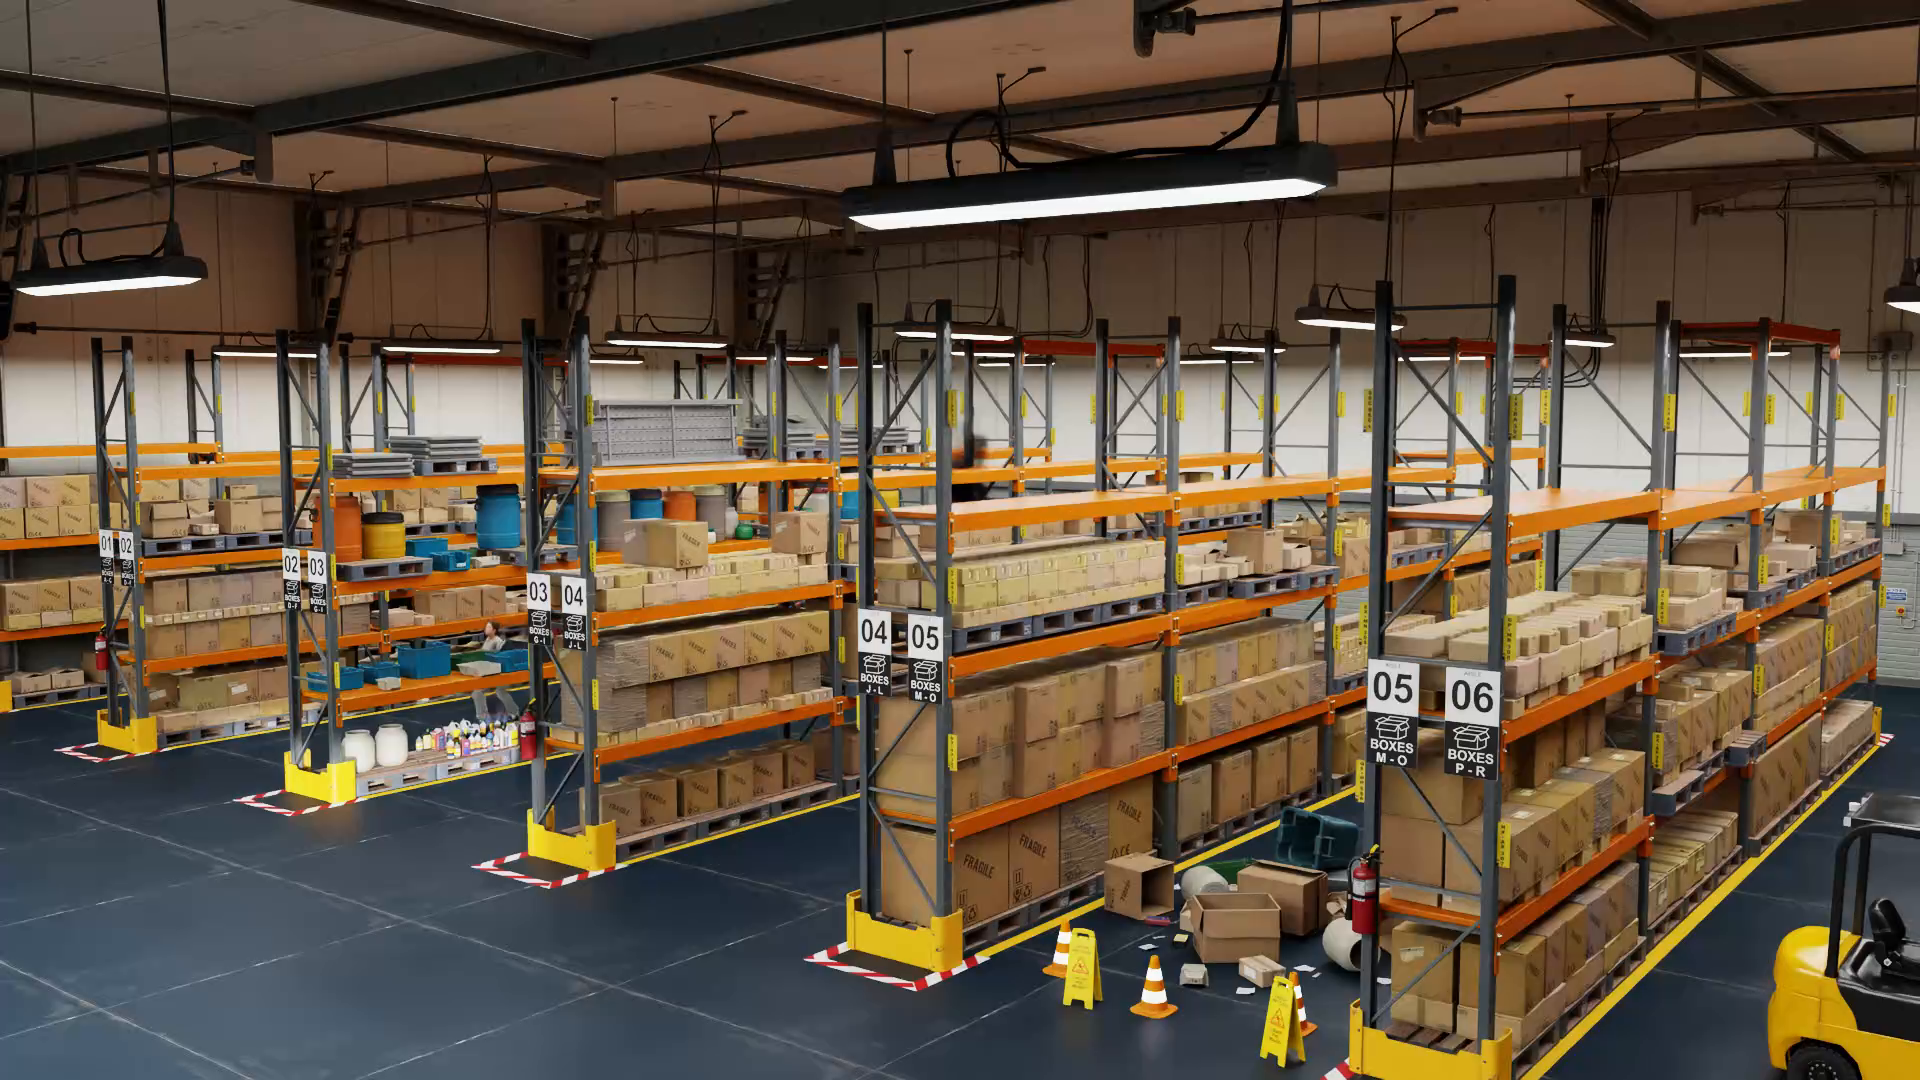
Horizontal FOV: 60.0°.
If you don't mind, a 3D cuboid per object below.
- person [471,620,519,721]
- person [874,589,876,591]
[{"bbox_3d":[-7.209,2.091,25.948,0.545,1.708,0.787,4,6,36],"label":"person"},{"bbox_3d":[-1.657,1.260,35.158,0.581,1.737,0.720,4,6,36],"label":"person"}]
